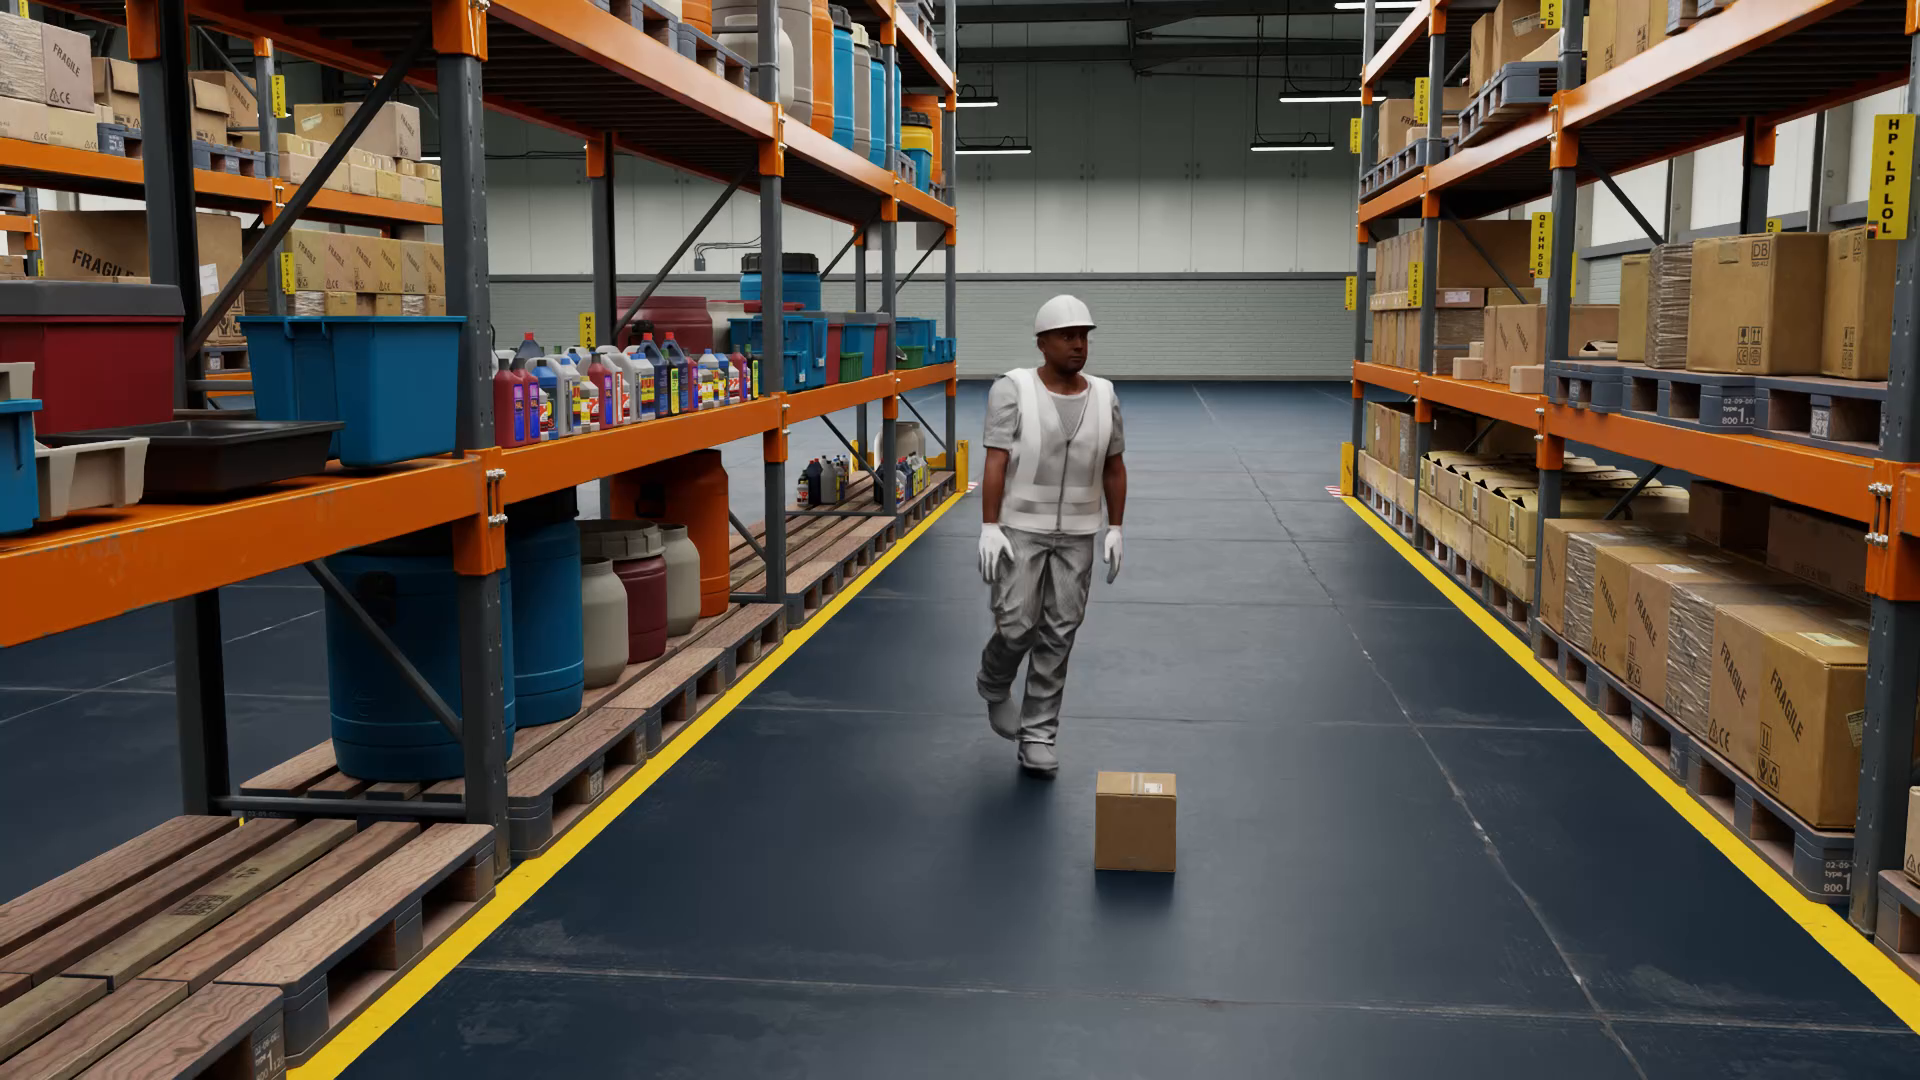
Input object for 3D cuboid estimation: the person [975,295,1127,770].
[{"bbox_3d":[0.319,-0.030,6.324,0.609,1.780,0.553,-2,8,-15],"label":"person"}]
